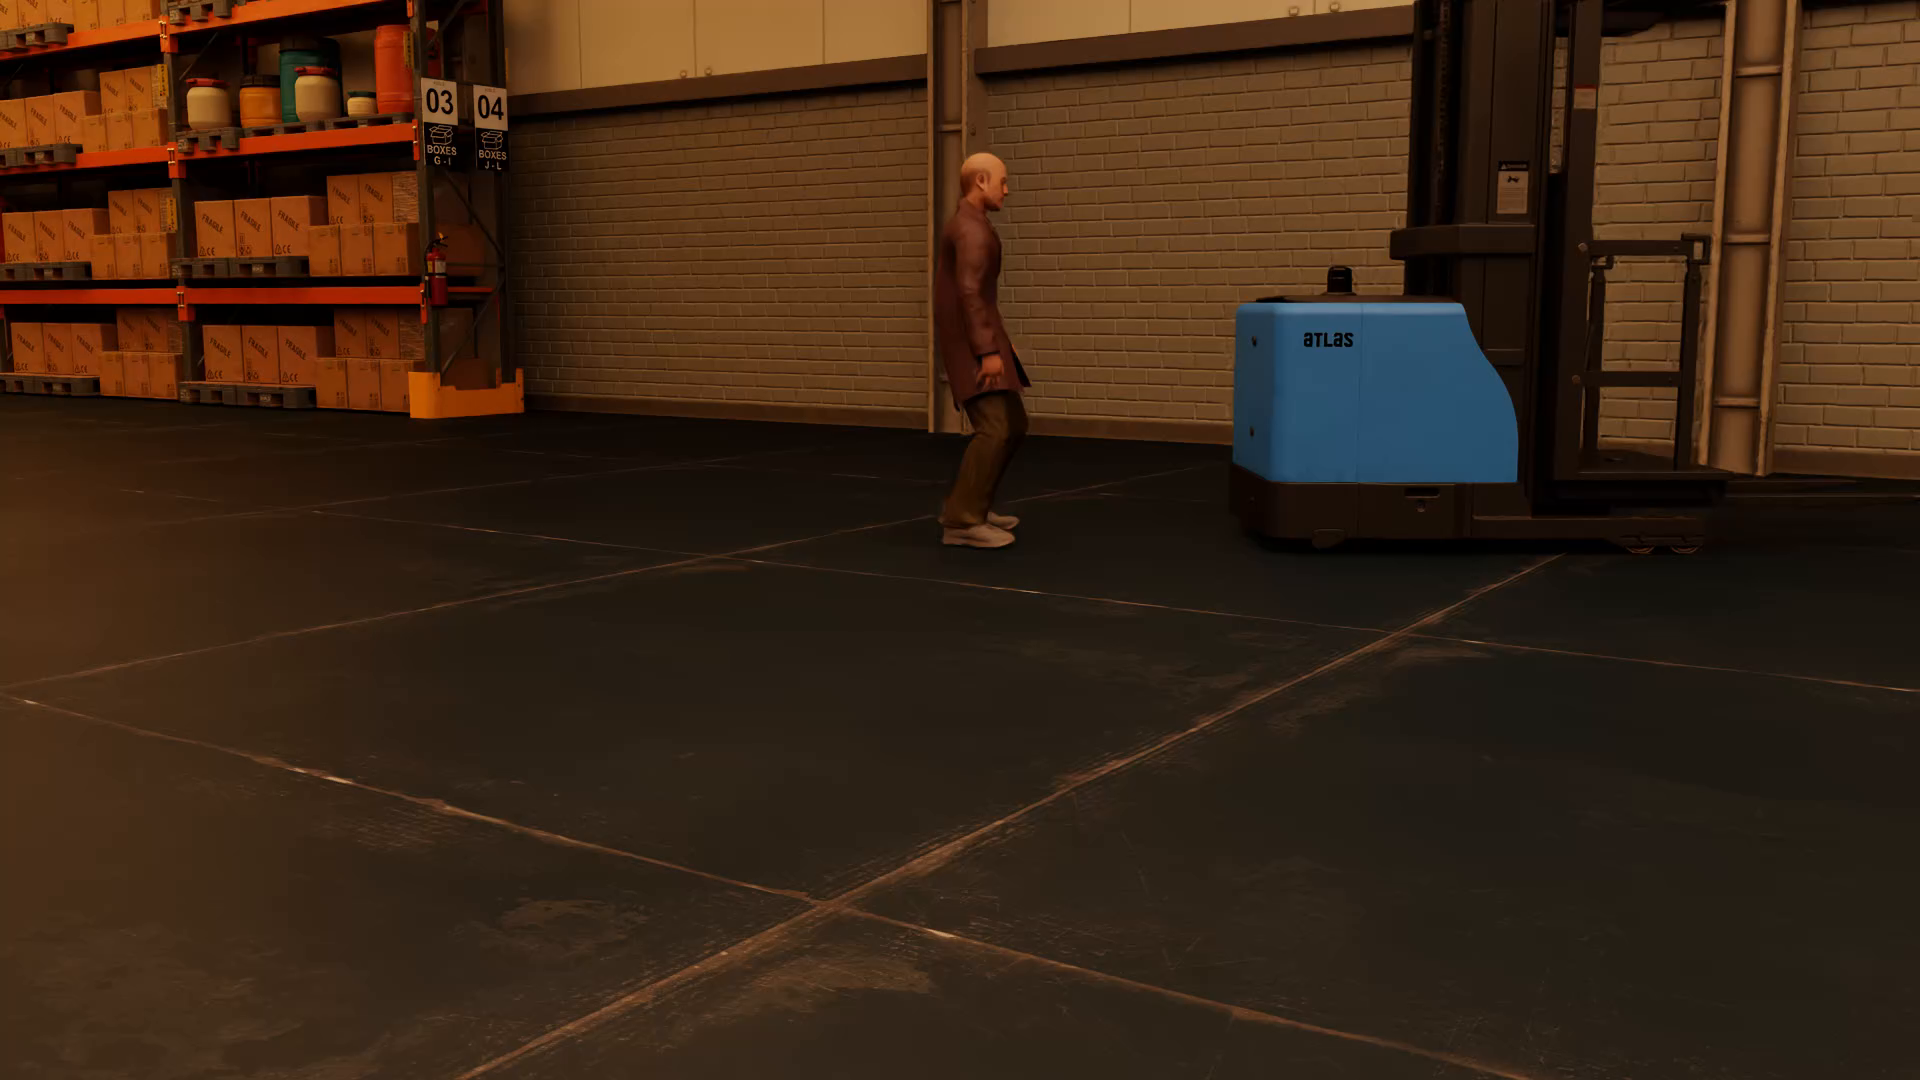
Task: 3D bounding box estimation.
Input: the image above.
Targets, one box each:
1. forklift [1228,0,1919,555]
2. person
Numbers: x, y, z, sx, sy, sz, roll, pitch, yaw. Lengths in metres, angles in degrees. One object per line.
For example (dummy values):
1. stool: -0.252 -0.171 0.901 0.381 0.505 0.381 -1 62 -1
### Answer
1. forklift: 2.827 -1.463 7.481 3.031 2.935 1.130 0 8 -1
2. person: 0.104 -0.859 7.500 0.435 1.737 0.736 0 8 3
